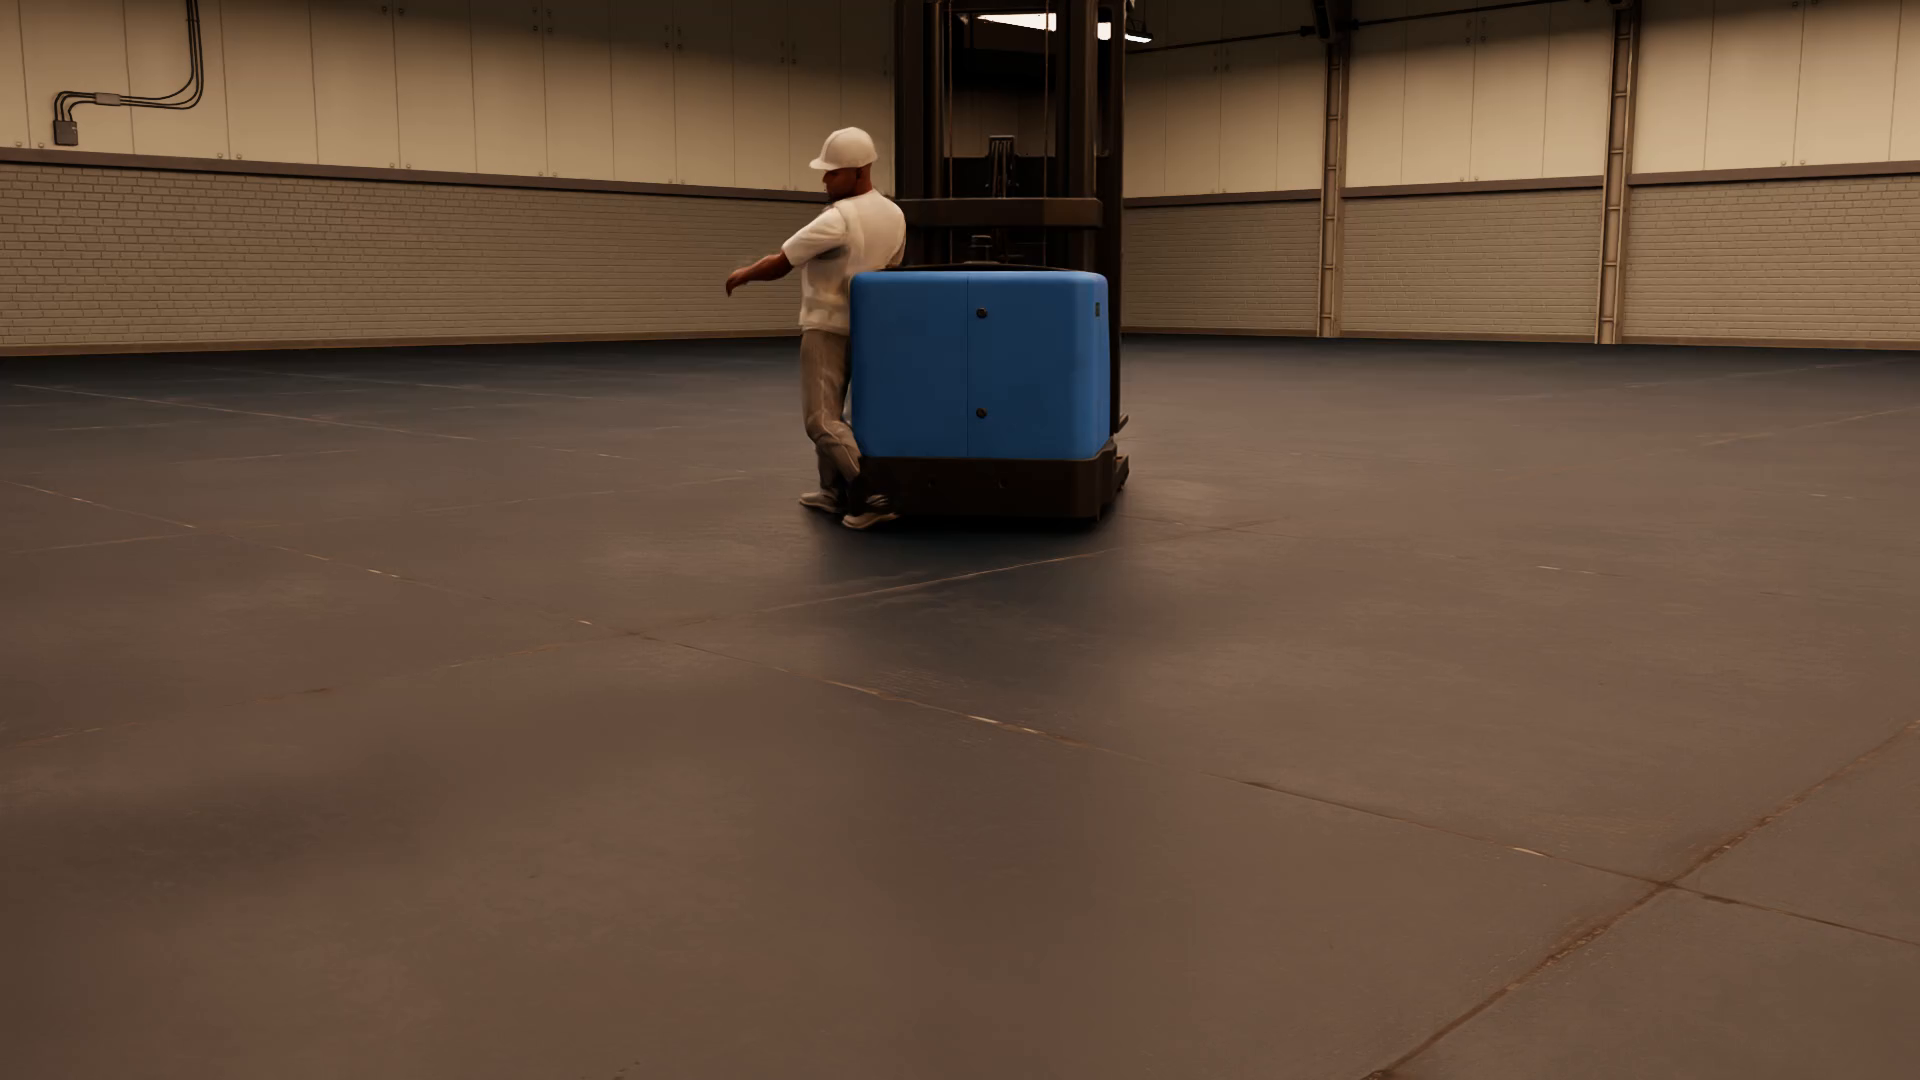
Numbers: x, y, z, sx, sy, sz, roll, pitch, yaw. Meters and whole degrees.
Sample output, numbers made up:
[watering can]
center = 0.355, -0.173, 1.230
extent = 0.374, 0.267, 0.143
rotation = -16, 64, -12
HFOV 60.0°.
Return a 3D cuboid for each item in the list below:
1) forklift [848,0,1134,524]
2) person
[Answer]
[forklift]
center = 0.271, -1.700, 8.166
extent = 1.130, 2.935, 3.031
rotation = 1, 9, 9
[person]
center = -0.561, -0.922, 7.281
extent = 0.880, 1.678, 0.832
rotation = 3, 9, 18
